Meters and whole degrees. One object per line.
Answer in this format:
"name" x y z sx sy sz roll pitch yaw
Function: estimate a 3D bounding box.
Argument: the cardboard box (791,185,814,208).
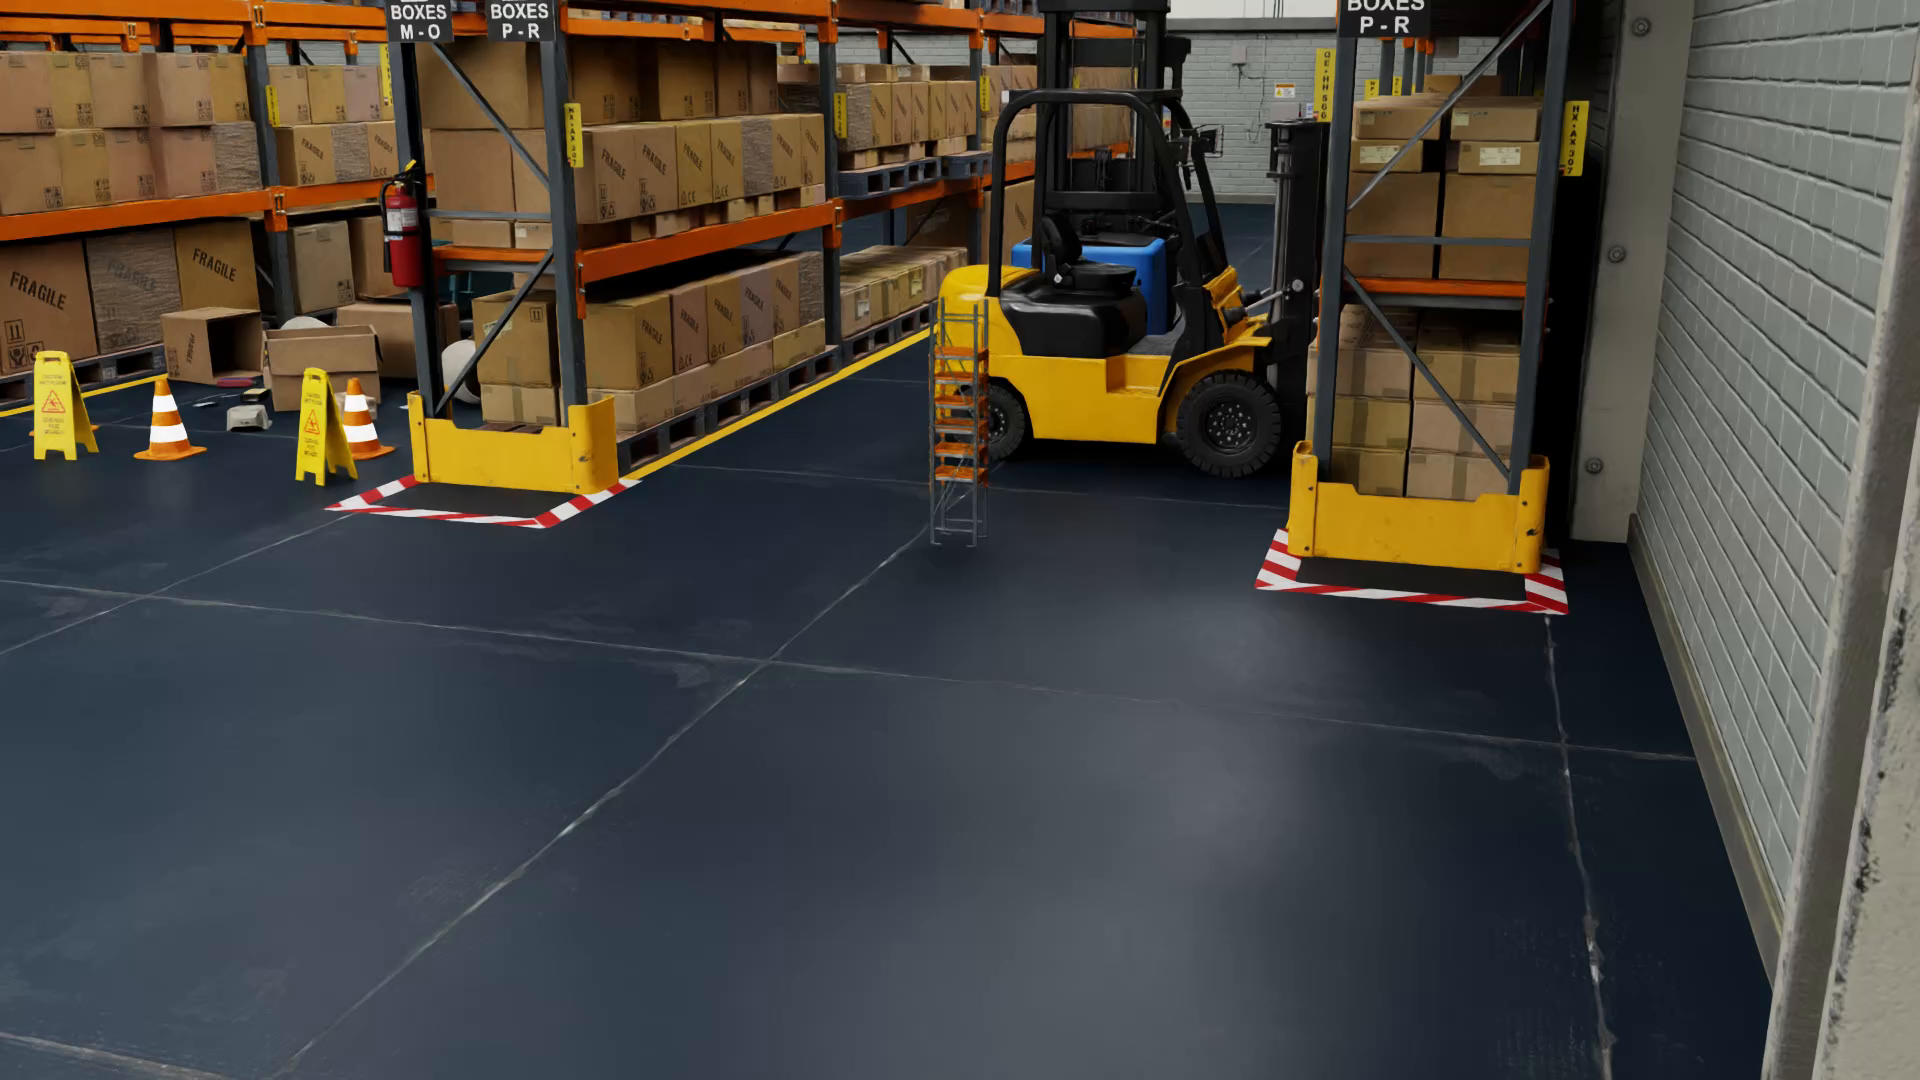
"cardboard box" -1.287 -2.513 12.151 0.380 0.149 0.250 5 17 17

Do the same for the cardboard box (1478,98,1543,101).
"cardboard box" 3.351 -2.616 10.140 0.380 0.149 0.250 4 16 15

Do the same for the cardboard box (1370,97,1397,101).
"cardboard box" 2.739 -2.664 10.307 0.380 0.149 0.250 5 17 17

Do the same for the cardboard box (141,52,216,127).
"cardboard box" -6.381 -3.509 12.951 0.875 0.550 0.550 5 16 16

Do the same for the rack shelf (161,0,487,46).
"rack shelf" -5.630 -4.785 15.523 1.077 0.370 4.000 5 16 16

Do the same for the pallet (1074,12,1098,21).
"pallet" 1.093 -6.514 20.463 1.003 0.211 1.213 5 16 16

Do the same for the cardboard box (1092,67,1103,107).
"cardboard box" 1.524 -5.800 21.265 0.500 0.500 0.500 5 17 17

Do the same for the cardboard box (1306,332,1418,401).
"cardboard box" 2.032 -0.882 8.377 0.500 0.250 0.500 5 17 18

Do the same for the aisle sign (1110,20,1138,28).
"aisle sign" 2.305 -7.192 23.424 0.394 0.787 0.004 5 16 16

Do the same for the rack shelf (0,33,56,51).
"rack shelf" -13.968 -6.626 22.016 1.077 0.370 4.000 5 16 16

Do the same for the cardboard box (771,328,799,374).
"cardboard box" -1.475 -1.371 11.934 0.500 0.250 0.500 4 16 14

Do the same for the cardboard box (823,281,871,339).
"cardboard box" -1.277 -1.882 13.515 0.950 0.372 0.625 5 17 17

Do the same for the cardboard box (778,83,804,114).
"cardboard box" -1.512 -3.339 13.106 0.500 0.500 0.500 4 16 15

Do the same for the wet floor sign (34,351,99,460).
"wet floor sign" -5.445 -0.824 10.053 0.267 0.644 0.232 2 16 6

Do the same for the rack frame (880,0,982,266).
"rack frame" -0.287 -3.854 16.418 1.000 3.000 0.127 5 16 16

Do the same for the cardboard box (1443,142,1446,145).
"cardboard box" 2.960 -2.375 11.024 0.500 0.500 0.500 4 16 14

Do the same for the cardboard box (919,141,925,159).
"cardboard box" -0.519 -3.419 14.578 0.380 0.149 0.250 4 16 14

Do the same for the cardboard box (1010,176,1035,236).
"cardboard box" 0.501 -3.675 18.912 0.875 0.875 0.875 5 17 17

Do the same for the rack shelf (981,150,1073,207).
"rack shelf" 0.282 -4.031 18.361 1.077 0.370 4.000 5 16 16

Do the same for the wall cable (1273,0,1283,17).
"wall cable" 6.714 -10.076 27.293 2.988 3.039 0.133 5 16 16

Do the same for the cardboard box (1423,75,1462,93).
"cardboard box" 5.934 -5.504 20.593 0.500 0.500 0.500 5 17 17

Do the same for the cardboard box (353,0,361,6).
"cardboard box" -8.486 -7.619 23.062 0.700 0.500 0.500 4 16 13

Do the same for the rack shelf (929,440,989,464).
"rack shelf" -0.004 -0.415 8.197 0.258 0.103 0.180 5 16 16

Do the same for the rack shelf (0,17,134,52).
"rack shelf" -10.356 -5.196 16.972 1.077 0.370 4.000 5 16 16

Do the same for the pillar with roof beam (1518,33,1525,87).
"pillar with roof beam" 4.250 -9.418 25.043 9.100 9.000 0.400 5 16 16

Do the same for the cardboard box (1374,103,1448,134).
"cardboard box" 2.331 -2.187 8.625 0.380 0.149 0.250 5 17 16

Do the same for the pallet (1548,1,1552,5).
"pallet" 4.366 -4.637 14.031 1.213 0.211 1.003 5 17 18

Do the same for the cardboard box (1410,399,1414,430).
"cardboard box" 2.192 -0.778 8.930 0.500 0.250 0.500 4 16 15

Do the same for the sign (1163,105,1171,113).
"sign" 3.538 -7.573 29.038 0.327 0.218 0.001 5 16 16

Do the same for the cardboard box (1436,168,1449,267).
"cardboard box" 2.734 -1.671 8.540 0.500 0.500 0.500 5 17 18

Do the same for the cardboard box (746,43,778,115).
"cardboard box" -1.756 -3.381 12.192 0.700 0.500 0.500 4 16 15

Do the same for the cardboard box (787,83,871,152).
"cardboard box" -1.015 -3.301 12.971 0.500 0.500 0.500 5 17 17

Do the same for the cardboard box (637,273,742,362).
"cardboard box" -1.765 -1.464 10.889 0.500 0.500 0.500 5 17 17

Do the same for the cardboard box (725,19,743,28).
"cardboard box" -3.239 -6.996 22.274 0.500 0.250 0.500 5 17 18

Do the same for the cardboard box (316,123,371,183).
"cardboard box" -5.648 -3.461 14.853 0.500 0.500 0.500 5 17 16

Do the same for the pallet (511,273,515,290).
"pallet" -5.358 -2.669 17.352 1.003 0.211 1.213 5 16 16

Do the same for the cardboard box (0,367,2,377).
"cardboard box" -7.205 -1.480 11.176 0.875 0.875 0.875 5 17 16

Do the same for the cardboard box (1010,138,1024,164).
"cardboard box" 0.377 -4.162 17.782 0.500 0.250 0.500 5 17 18

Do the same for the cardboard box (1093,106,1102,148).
"cardboard box" 1.529 -5.312 21.376 0.500 0.500 0.500 5 17 16

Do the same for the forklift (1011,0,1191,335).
"forklift" 1.174 -2.823 12.912 1.130 2.935 3.031 4 16 12

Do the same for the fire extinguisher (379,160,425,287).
"fire extinguisher" -3.034 -1.729 9.070 0.296 0.674 0.183 5 16 16

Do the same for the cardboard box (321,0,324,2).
"cardboard box" -8.806 -7.209 21.799 0.700 0.500 0.500 5 17 17

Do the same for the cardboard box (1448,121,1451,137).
"cardboard box" 3.397 -3.019 12.103 0.380 0.149 0.250 5 16 16

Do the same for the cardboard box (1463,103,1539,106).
"cardboard box" 2.753 -2.151 8.498 0.380 0.149 0.250 5 17 16

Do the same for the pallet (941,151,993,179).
"pallet" -0.387 -3.567 15.758 1.213 0.211 1.003 5 16 16

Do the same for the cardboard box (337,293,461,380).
"cardboard box" -4.230 -1.526 12.539 0.797 0.637 0.503 5 16 16

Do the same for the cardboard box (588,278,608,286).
"cardboard box" -2.468 -1.709 10.565 0.380 0.149 0.250 5 17 17

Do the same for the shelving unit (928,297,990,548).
"shelving unit" -0.004 -0.573 8.152 0.258 1.200 0.189 5 16 16

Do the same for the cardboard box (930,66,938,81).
"cardboard box" -0.390 -4.538 16.817 0.500 0.500 0.500 4 16 14

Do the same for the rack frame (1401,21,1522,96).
"rack frame" 4.474 -3.470 15.065 1.000 3.000 0.127 5 16 16

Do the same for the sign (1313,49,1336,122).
"sign" 1.684 -2.093 7.657 0.100 0.325 0.005 5 16 16

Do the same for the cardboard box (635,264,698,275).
"cardboard box" -2.140 -1.637 11.499 0.500 0.500 0.500 6 17 19

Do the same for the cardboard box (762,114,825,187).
"cardboard box" -1.311 -2.863 12.197 0.500 0.500 0.500 4 16 14

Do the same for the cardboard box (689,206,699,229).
"cardboard box" -1.879 -2.050 10.519 0.380 0.149 0.250 5 17 18

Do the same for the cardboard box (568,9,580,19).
"cardboard box" -4.509 -5.962 18.173 0.500 0.500 0.500 5 16 16

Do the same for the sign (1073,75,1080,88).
"sign" 1.373 -5.379 19.821 0.100 0.325 0.005 5 16 16
